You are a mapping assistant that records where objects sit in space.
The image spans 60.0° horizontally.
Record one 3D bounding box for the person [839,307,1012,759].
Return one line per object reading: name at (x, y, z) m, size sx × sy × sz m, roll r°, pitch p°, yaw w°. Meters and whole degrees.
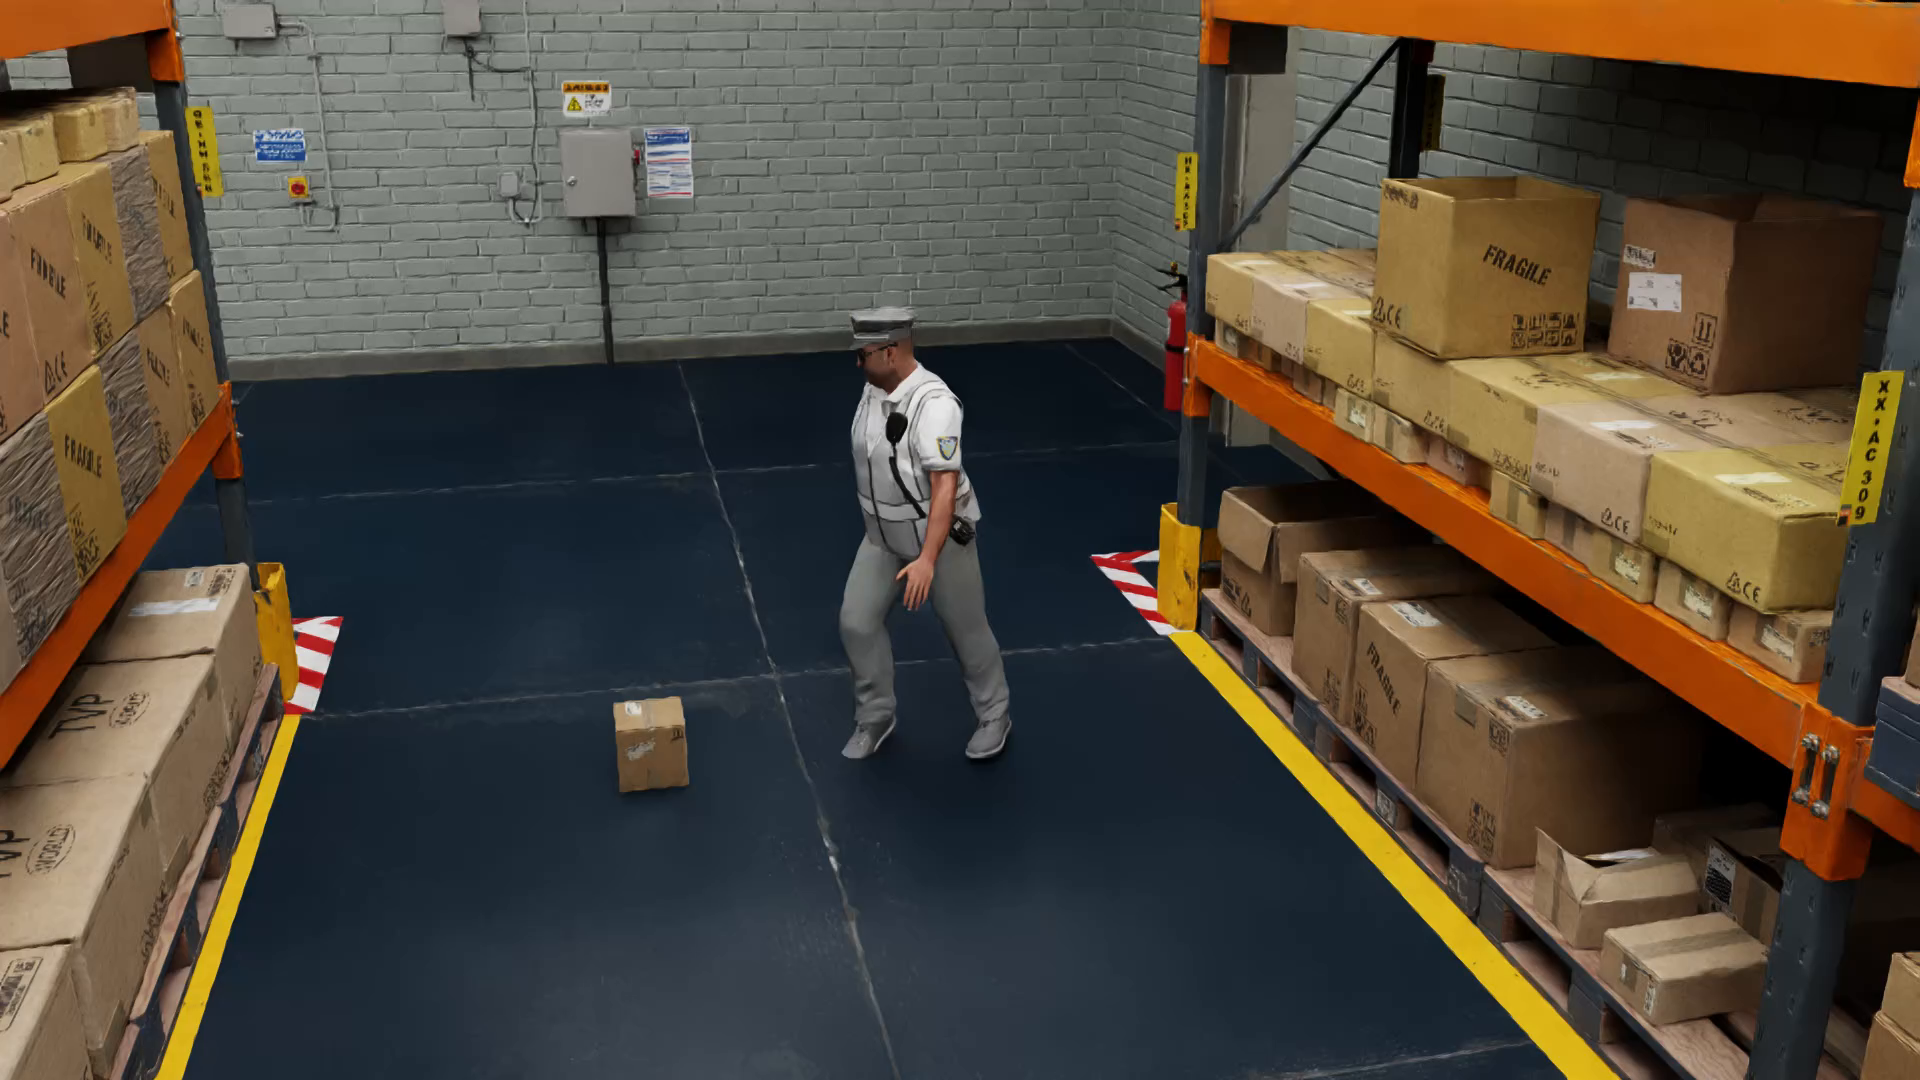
person at (-0.150, 0.026, 6.120) m, size 0.583 × 1.793 × 0.681 m, roll 17°, pitch 25°, yaw 39°
